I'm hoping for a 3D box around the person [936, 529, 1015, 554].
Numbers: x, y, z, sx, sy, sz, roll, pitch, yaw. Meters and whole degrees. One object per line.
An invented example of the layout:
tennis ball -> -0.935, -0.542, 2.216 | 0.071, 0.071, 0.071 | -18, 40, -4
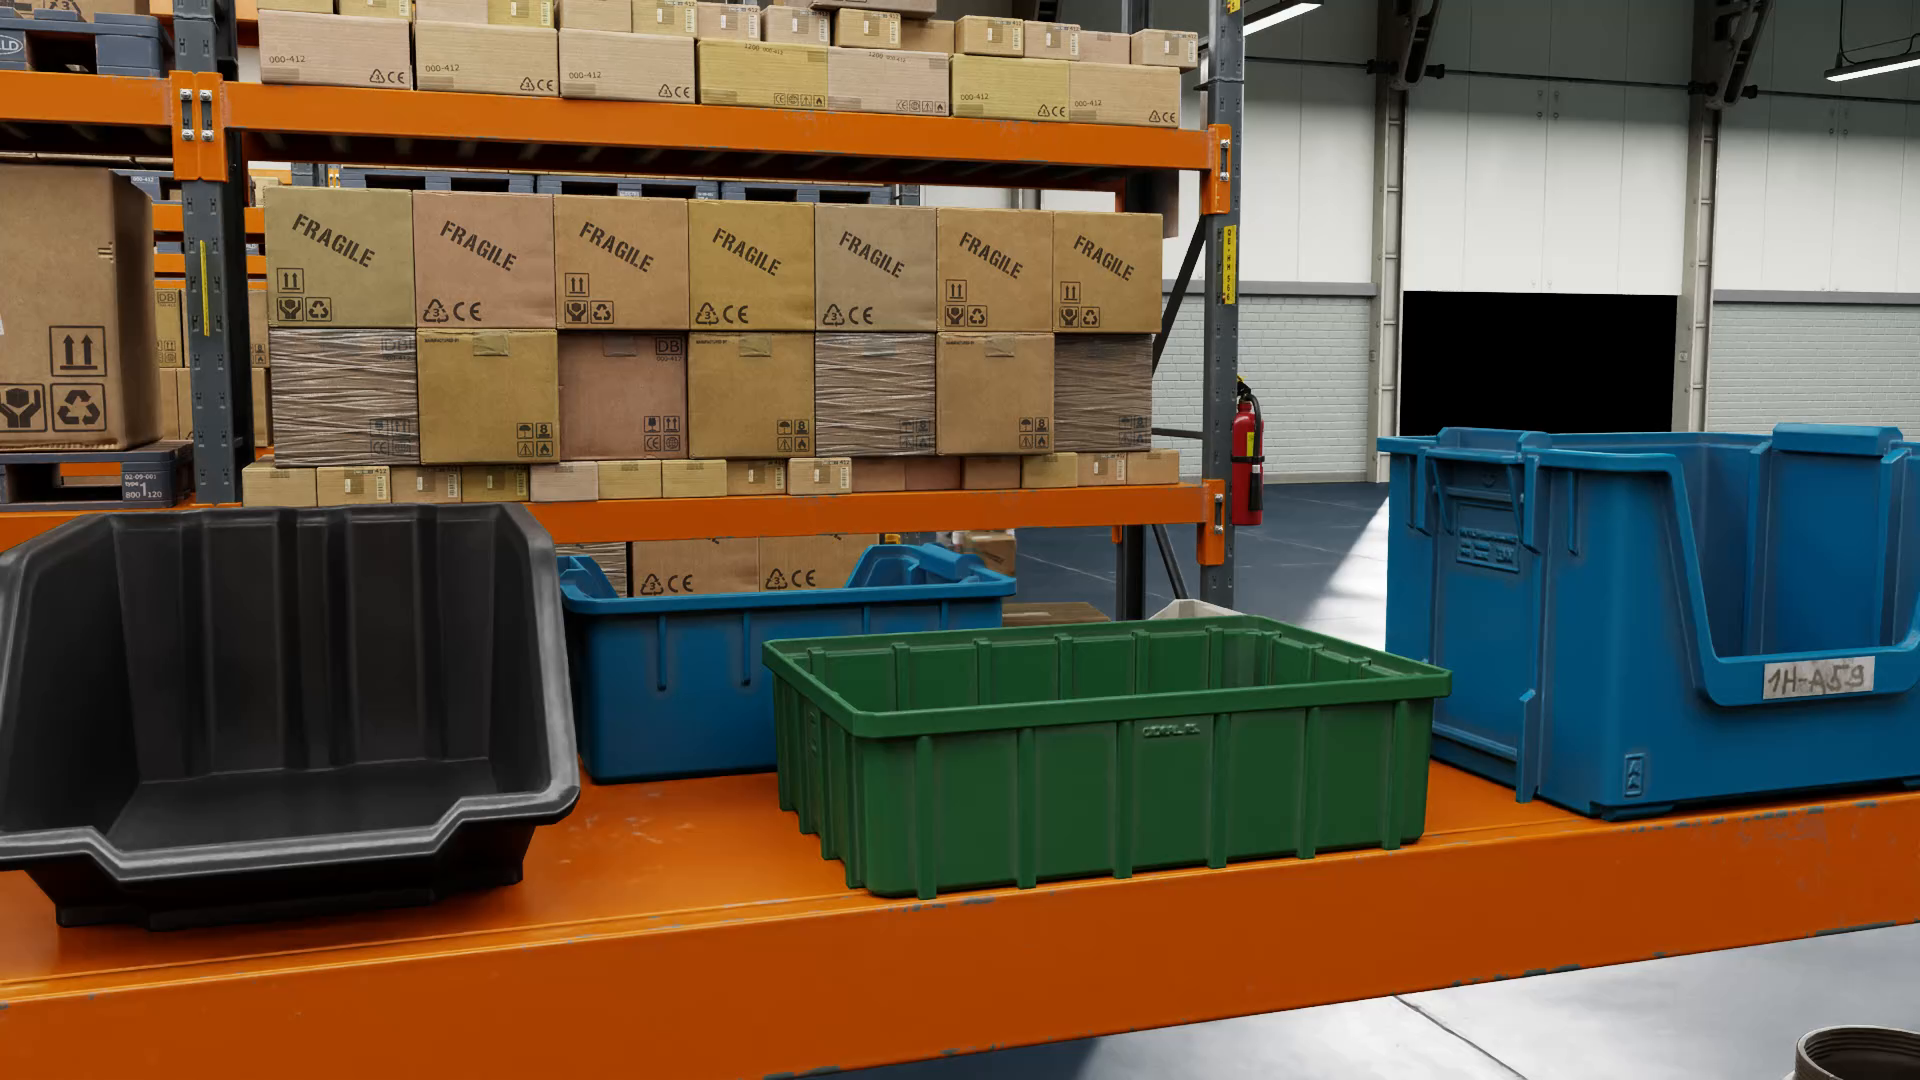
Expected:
person -> 0.090, 0.110, 9.345 | 0.376, 1.473, 0.636 | -2, 6, -20
